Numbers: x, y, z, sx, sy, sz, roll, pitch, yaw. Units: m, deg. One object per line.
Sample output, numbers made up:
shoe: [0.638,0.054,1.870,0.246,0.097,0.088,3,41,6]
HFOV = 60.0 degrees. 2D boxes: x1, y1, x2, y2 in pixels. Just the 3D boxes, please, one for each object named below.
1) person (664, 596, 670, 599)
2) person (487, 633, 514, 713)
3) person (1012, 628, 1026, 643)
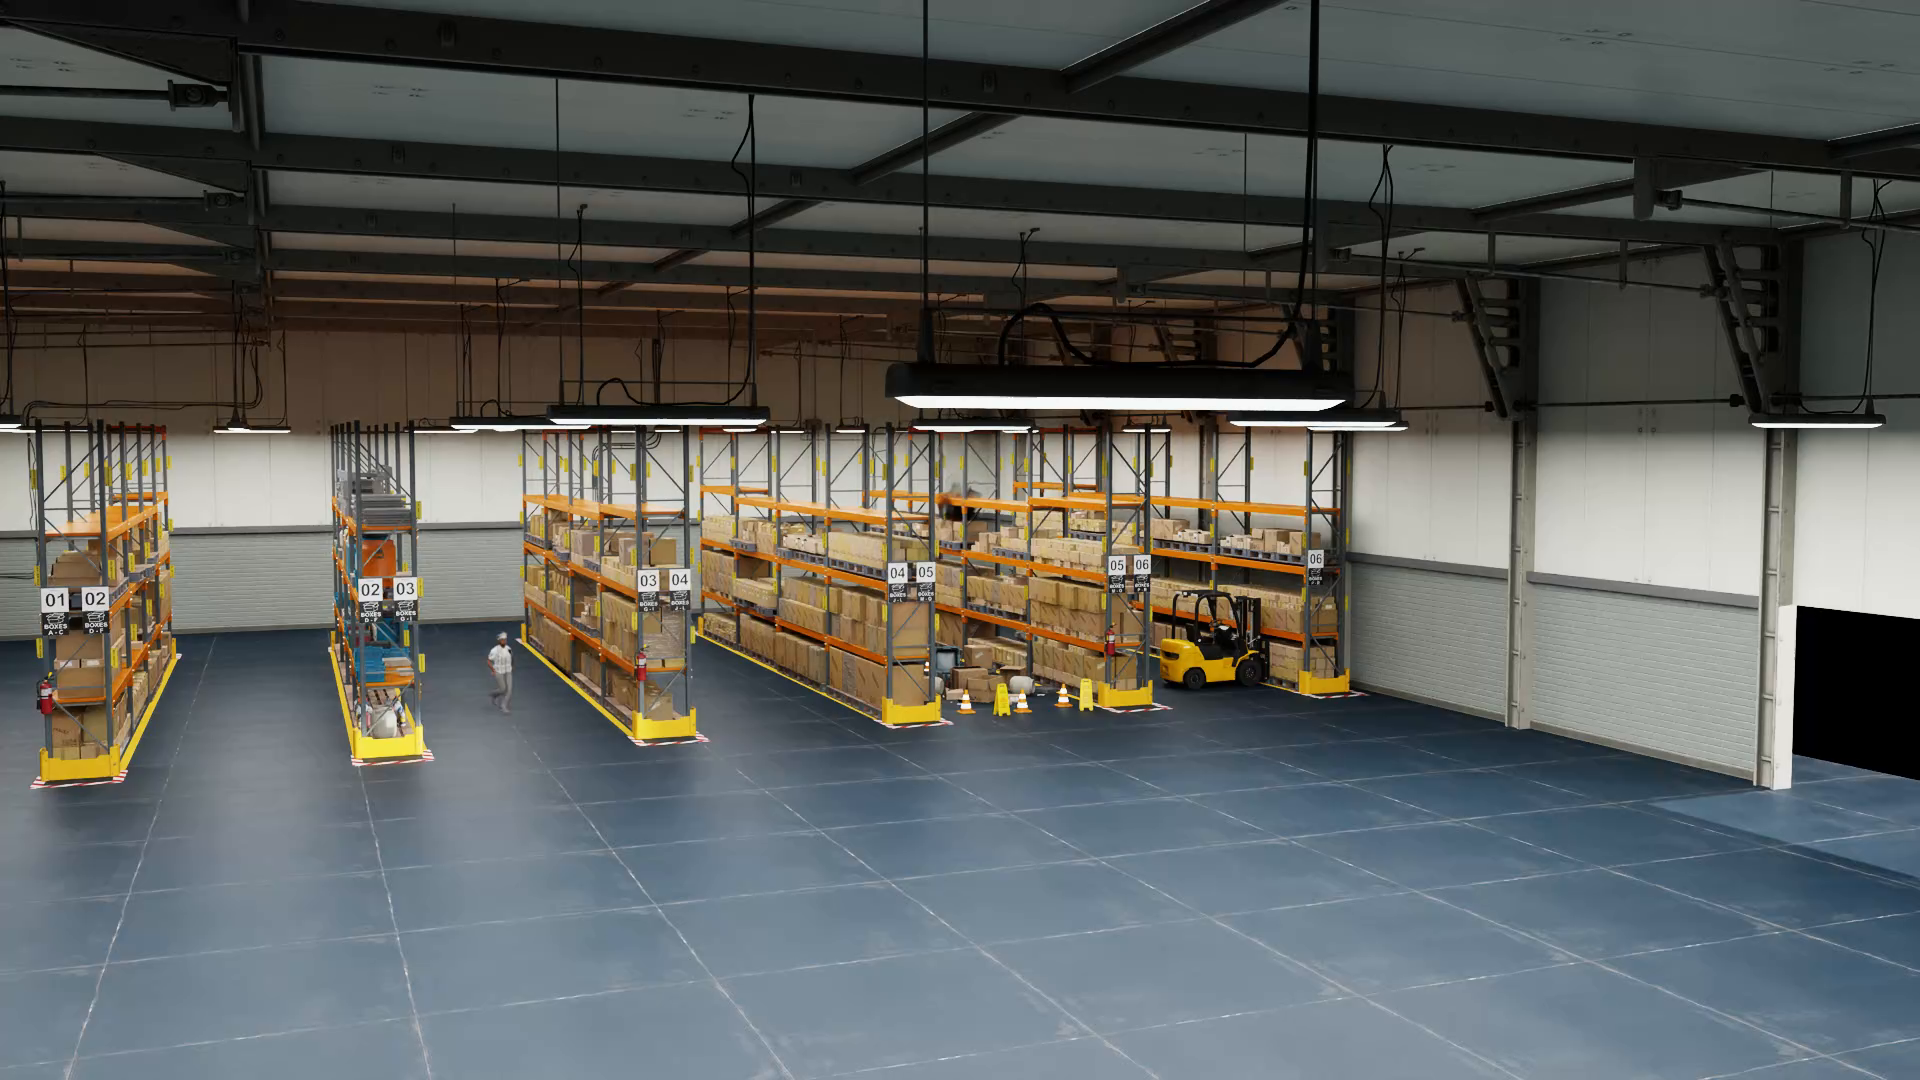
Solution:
person: [-8.588,1.947,47.627,0.613,1.596,0.460,1,4,11]
person: [-9.502,2.747,34.520,0.581,1.660,0.560,-3,5,-44]
person: [1.634,2.045,44.830,0.668,1.760,0.862,-2,4,-25]
